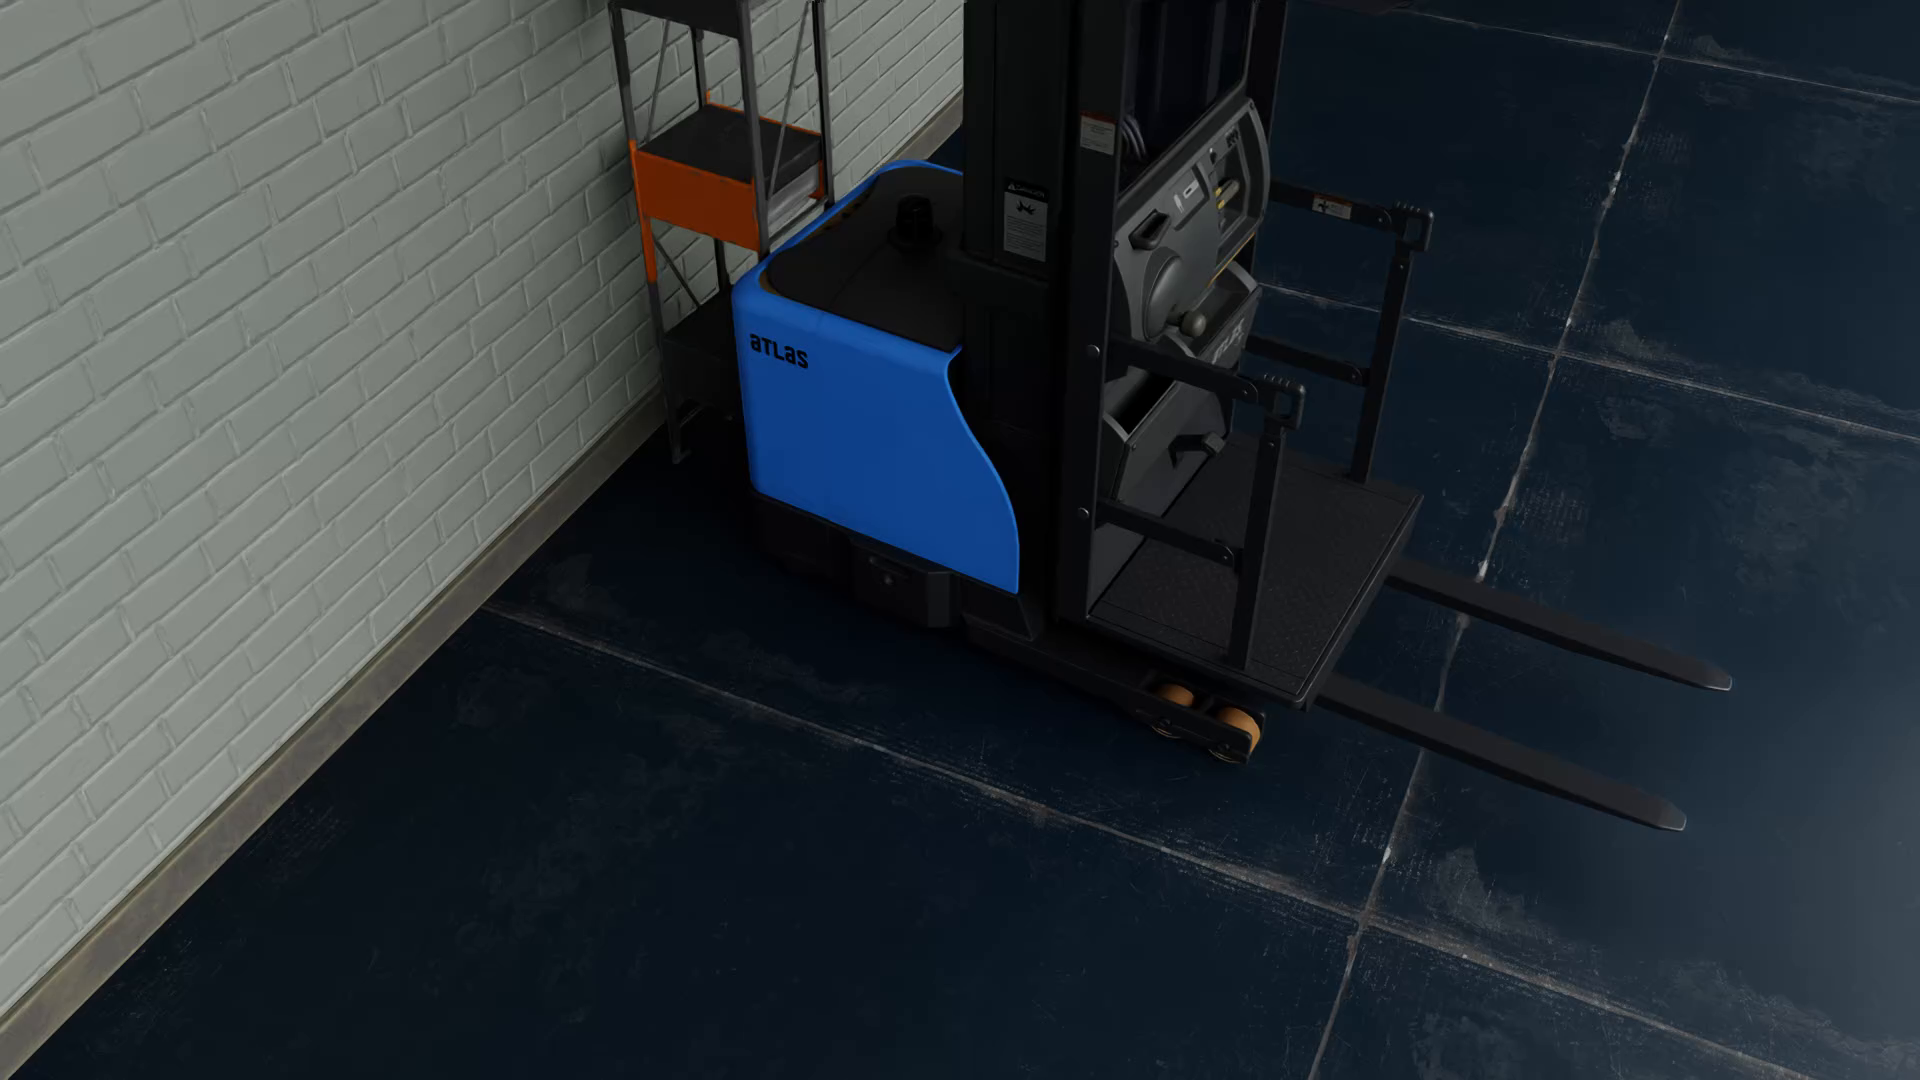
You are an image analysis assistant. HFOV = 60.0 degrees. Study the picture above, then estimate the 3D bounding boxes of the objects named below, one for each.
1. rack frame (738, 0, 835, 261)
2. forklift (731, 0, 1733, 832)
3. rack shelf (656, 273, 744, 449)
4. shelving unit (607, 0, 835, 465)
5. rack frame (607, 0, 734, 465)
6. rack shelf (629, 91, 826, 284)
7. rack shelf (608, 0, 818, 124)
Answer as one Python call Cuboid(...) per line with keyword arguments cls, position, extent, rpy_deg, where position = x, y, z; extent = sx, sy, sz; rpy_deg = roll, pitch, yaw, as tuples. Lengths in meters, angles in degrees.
Cuboid(cls="rack frame", position=(-0.519, -1.020, 5.324), extent=(0.015, 2.100, 0.400), rpy_deg=(21, 45, 23))
Cuboid(cls="forklift", position=(0.821, -0.843, 4.484), extent=(3.031, 2.935, 1.130), rpy_deg=(21, 45, 23))
Cuboid(cls="rack shelf", position=(-0.729, -0.562, 5.885), extent=(0.480, 0.518, 0.431), rpy_deg=(21, 45, 23))
Cuboid(cls="shelving unit", position=(-0.729, -1.101, 5.417), extent=(0.503, 2.100, 0.431), rpy_deg=(21, 45, 23))
Cuboid(cls="rack frame", position=(-0.940, -1.182, 5.511), extent=(0.015, 2.100, 0.400), rpy_deg=(21, 45, 23))
Cuboid(cls="rack shelf", position=(-0.729, -1.091, 5.426), extent=(0.480, 0.518, 0.431), rpy_deg=(21, 45, 23))
Cuboid(cls="rack shelf", position=(-0.729, -1.620, 4.968), extent=(0.480, 0.518, 0.431), rpy_deg=(21, 45, 23))
